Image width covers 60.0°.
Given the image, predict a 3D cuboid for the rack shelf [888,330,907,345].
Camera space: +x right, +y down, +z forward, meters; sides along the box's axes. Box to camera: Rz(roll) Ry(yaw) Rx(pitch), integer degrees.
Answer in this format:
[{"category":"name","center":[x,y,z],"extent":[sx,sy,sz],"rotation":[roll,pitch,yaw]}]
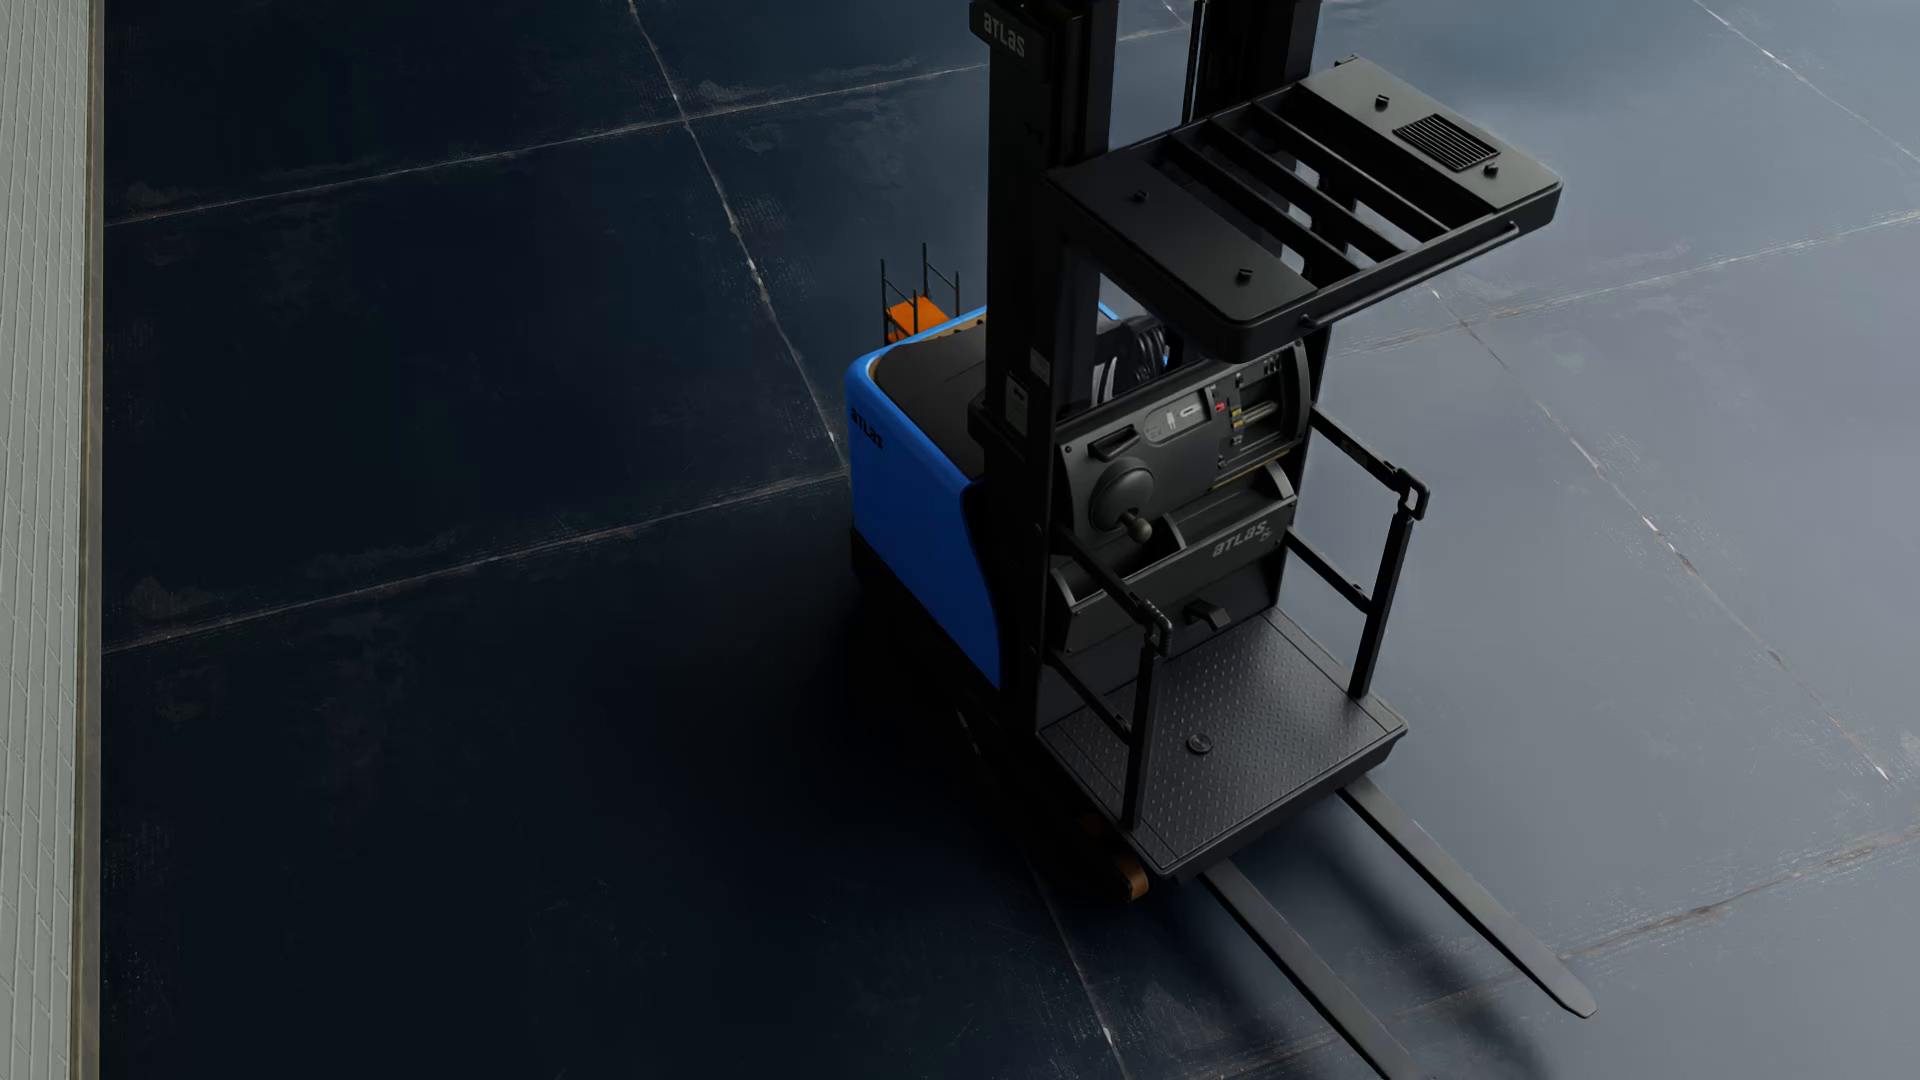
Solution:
[{"category":"rack shelf","center":[-0.145,-0.713,6.337],"extent":[0.180,0.103,0.258],"rotation":[-25,50,-23]}]

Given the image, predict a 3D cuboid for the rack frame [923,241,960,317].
[{"category":"rack frame","center":[-0.069,-0.611,6.511],"extent":[0.006,1.200,0.240],"rotation":[-25,50,-23]}]

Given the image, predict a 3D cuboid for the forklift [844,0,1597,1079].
[{"category":"forklift","center":[0.811,-0.221,4.901],"extent":[1.130,2.935,3.031],"rotation":[-25,50,-23]}]

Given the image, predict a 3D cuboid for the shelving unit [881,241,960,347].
[{"category":"shelving unit","center":[-0.145,-0.575,6.475],"extent":[0.189,1.200,0.258],"rotation":[-25,50,-23]}]

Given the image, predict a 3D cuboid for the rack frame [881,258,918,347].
[{"category":"rack frame","center":[-0.221,-0.539,6.439],"extent":[0.006,1.200,0.240],"rotation":[-25,50,-23]}]

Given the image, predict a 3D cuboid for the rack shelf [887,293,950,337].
[{"category":"rack shelf","center":[-0.146,-0.798,6.252],"extent":[0.180,0.103,0.258],"rotation":[-25,50,-23]}]
